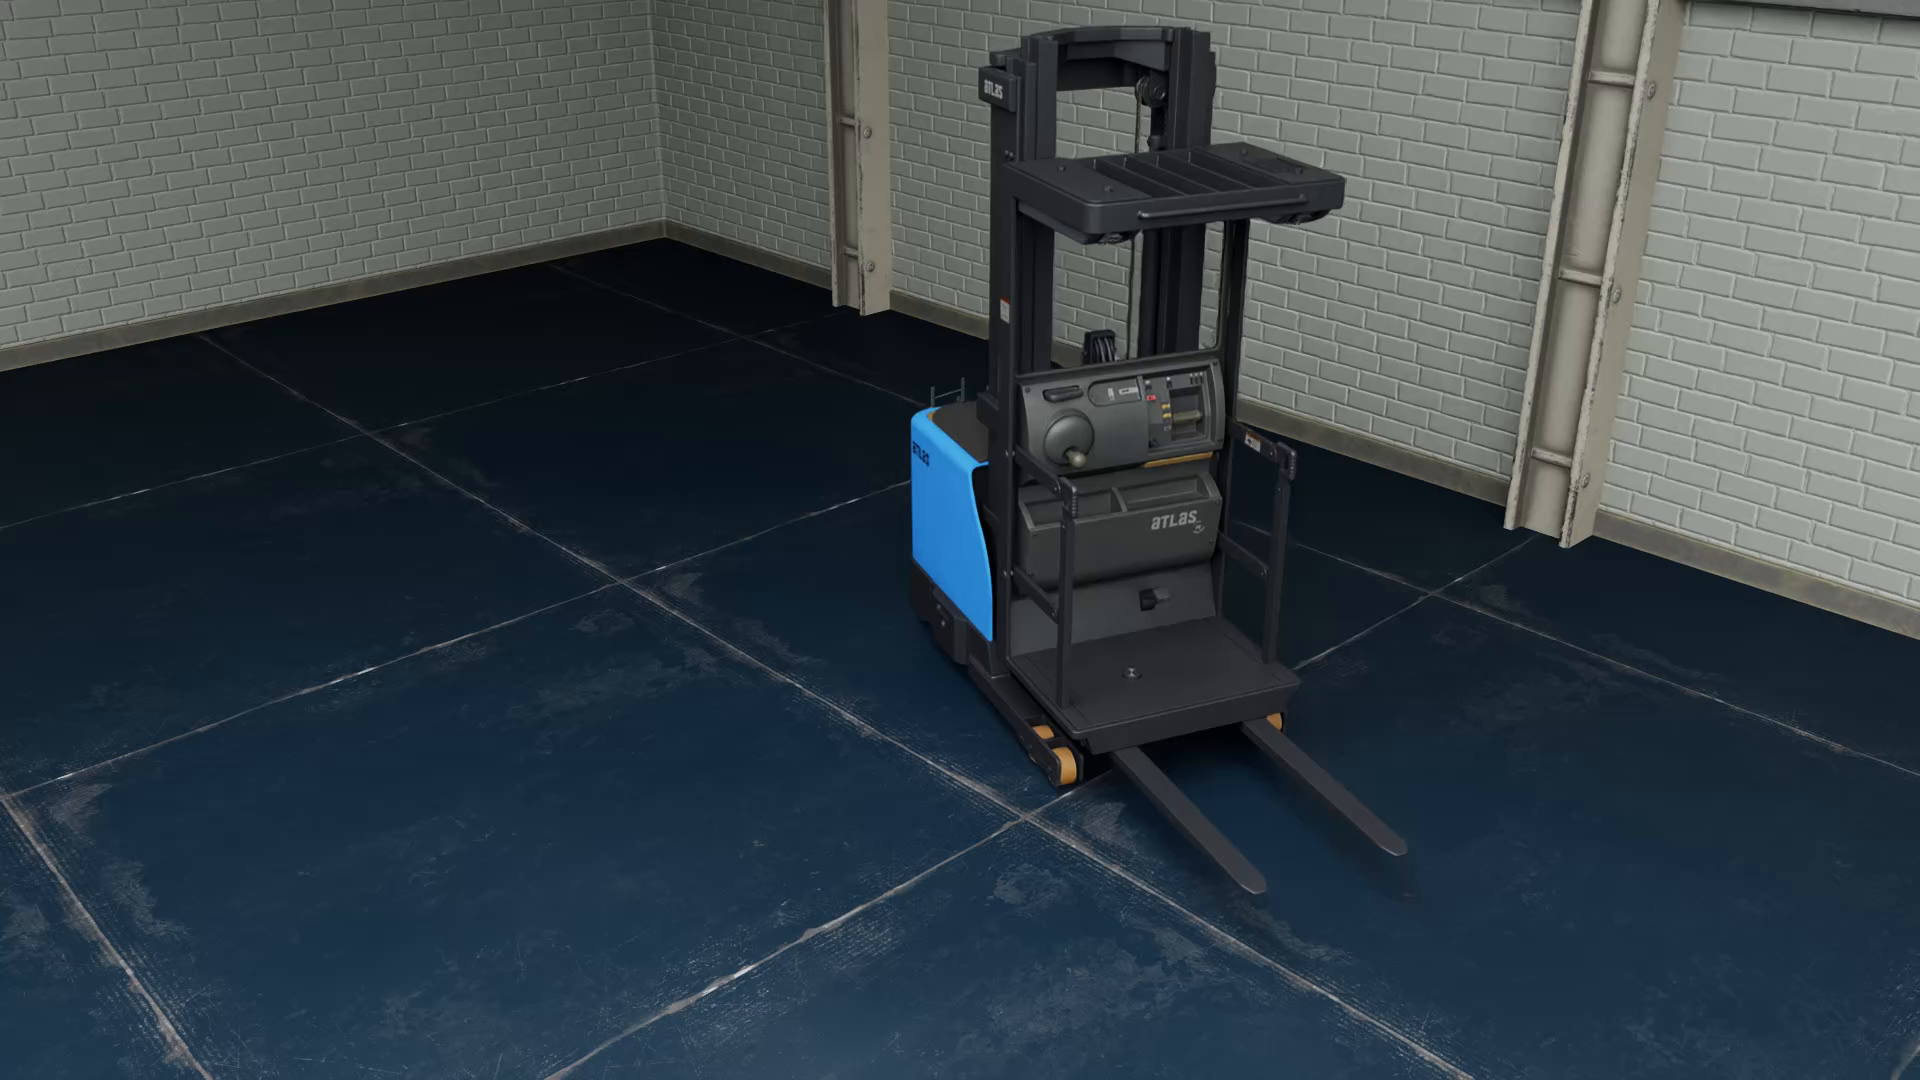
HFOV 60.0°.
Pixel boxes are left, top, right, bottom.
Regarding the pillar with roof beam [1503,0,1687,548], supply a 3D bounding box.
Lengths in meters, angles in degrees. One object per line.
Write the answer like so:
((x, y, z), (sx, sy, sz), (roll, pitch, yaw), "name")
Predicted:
((0.175, -2.929, 4.828), (9.100, 9.000, 0.400), (-21, 32, -38), "pillar with roof beam")

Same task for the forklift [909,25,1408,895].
((0.778, -0.499, 6.813), (1.130, 2.935, 3.031), (-10, 26, -20), "forklift")

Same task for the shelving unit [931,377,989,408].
((0.006, -0.407, 9.058), (0.258, 0.900, 0.210), (-21, 32, -38), "shelving unit")

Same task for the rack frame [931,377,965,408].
((-0.064, -0.438, 9.125), (0.240, 0.900, 0.006), (-21, 32, -38), "rack frame")

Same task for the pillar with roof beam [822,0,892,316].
((-3.926, -4.747, 8.813), (9.100, 9.000, 0.400), (-21, 32, -38), "pillar with roof beam")

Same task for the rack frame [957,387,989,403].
((0.075, -0.376, 8.990), (0.240, 0.900, 0.006), (-21, 32, -38), "rack frame")
